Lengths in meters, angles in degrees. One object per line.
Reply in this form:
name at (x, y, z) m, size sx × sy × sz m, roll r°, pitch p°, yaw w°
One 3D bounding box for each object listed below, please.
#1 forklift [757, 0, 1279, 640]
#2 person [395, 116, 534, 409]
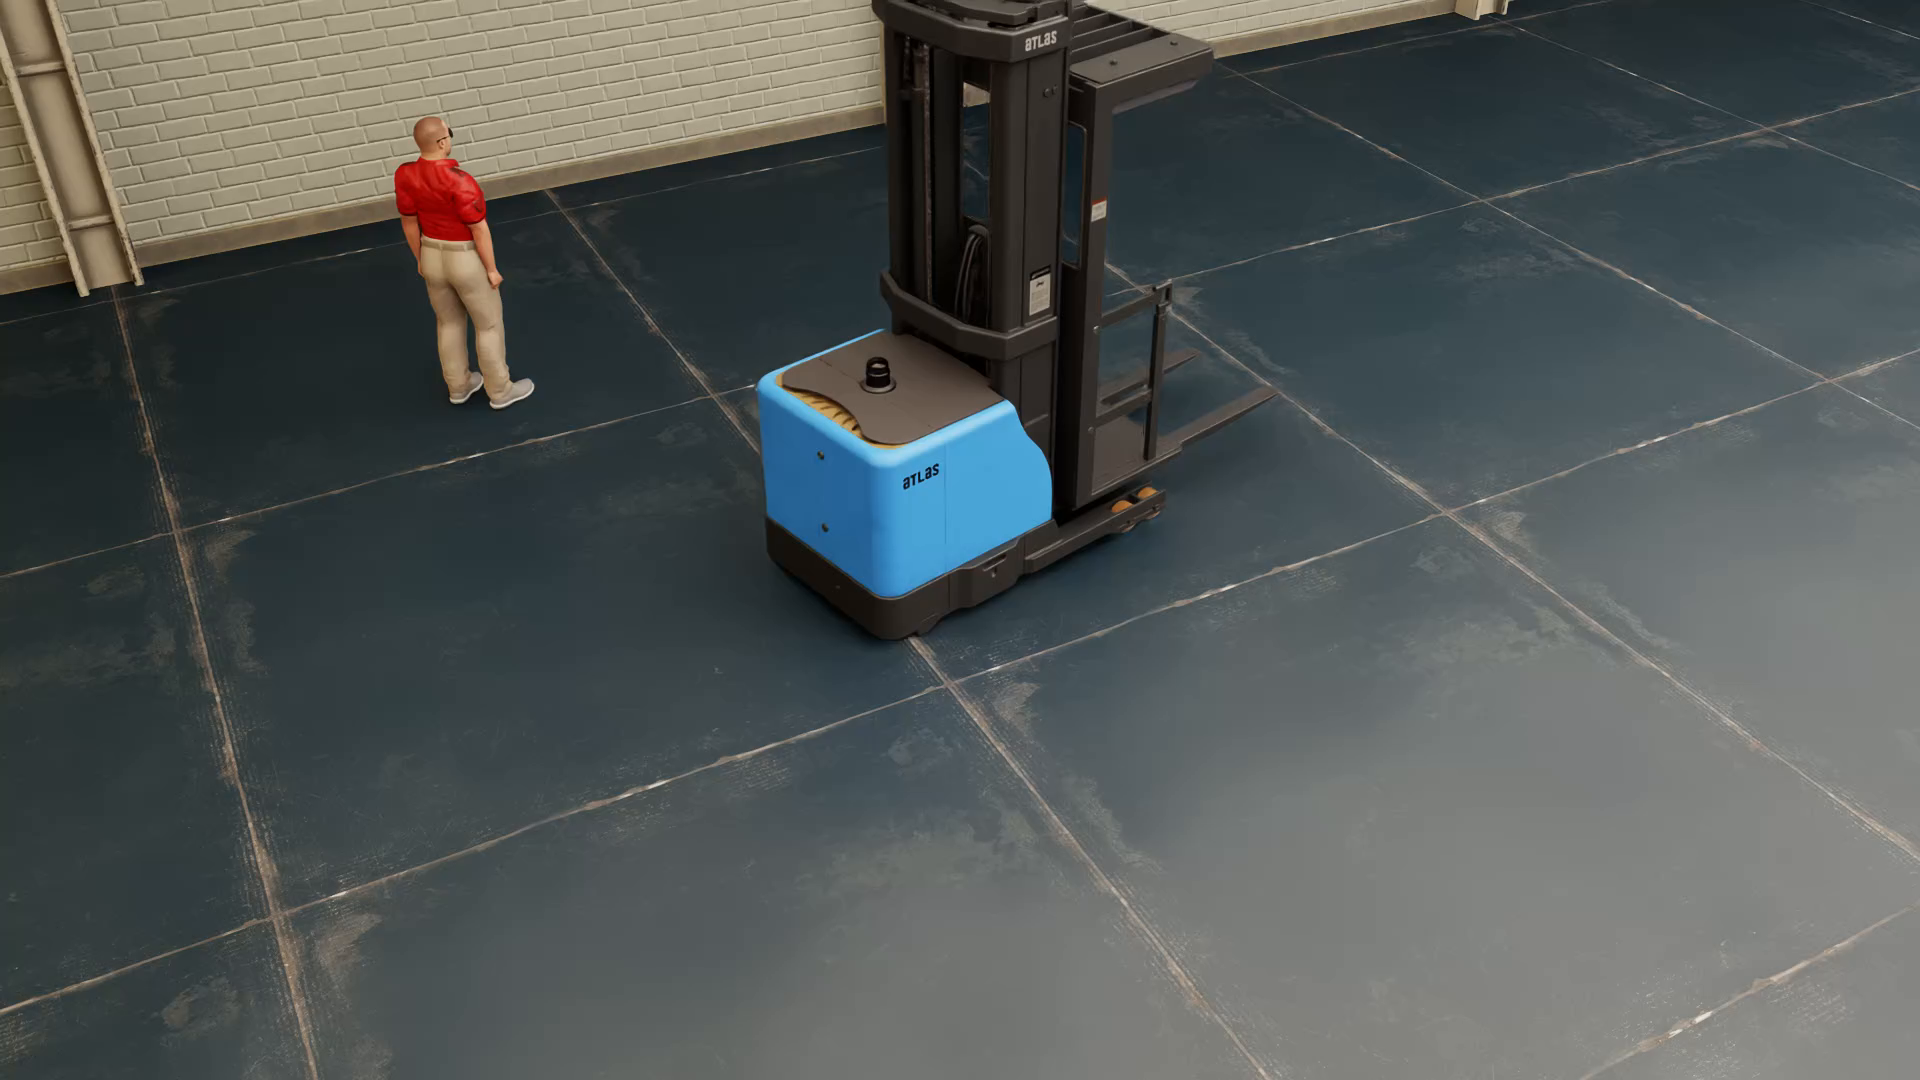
forklift at (0.459, -1.442, 8.163) m, size 3.031 × 2.935 × 1.130 m, roll -27°, pitch 43°, yaw -32°
person at (-2.819, -1.562, 9.376) m, size 0.524 × 1.730 × 0.370 m, roll 10°, pitch 37°, yaw 14°
